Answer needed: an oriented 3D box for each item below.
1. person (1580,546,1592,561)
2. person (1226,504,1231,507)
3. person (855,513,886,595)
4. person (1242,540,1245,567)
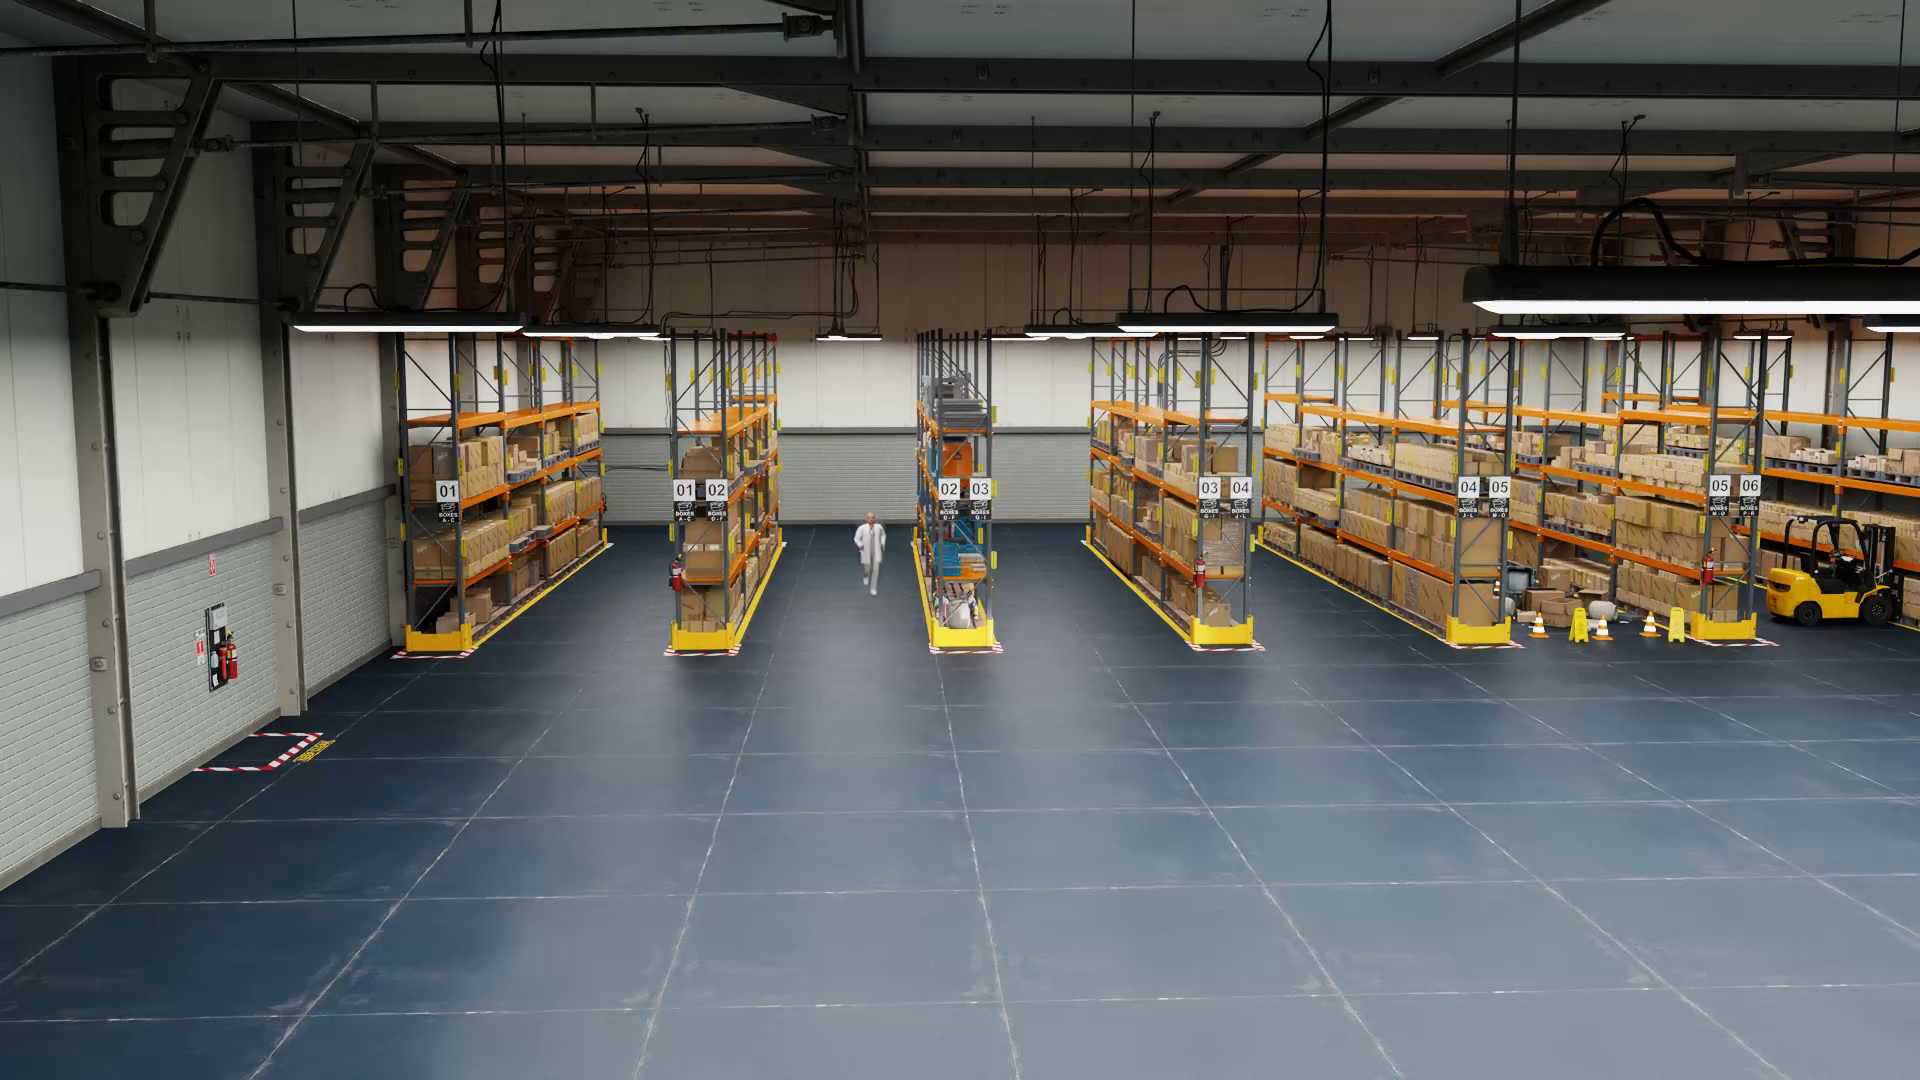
[{"bbox_3d":[16.039,-0.238,42.782,0.658,1.785,0.983,-1,7,-12],"label":"person"},{"bbox_3d":[7.834,-0.786,48.791,0.506,1.565,0.677,-2,7,-19],"label":"person"},{"bbox_3d":[-1.938,0.285,36.336,0.720,1.764,0.878,-1,7,-12],"label":"person"},{"bbox_3d":[6.989,-0.053,41.674,0.634,1.727,0.563,-1,7,-5],"label":"person"}]
